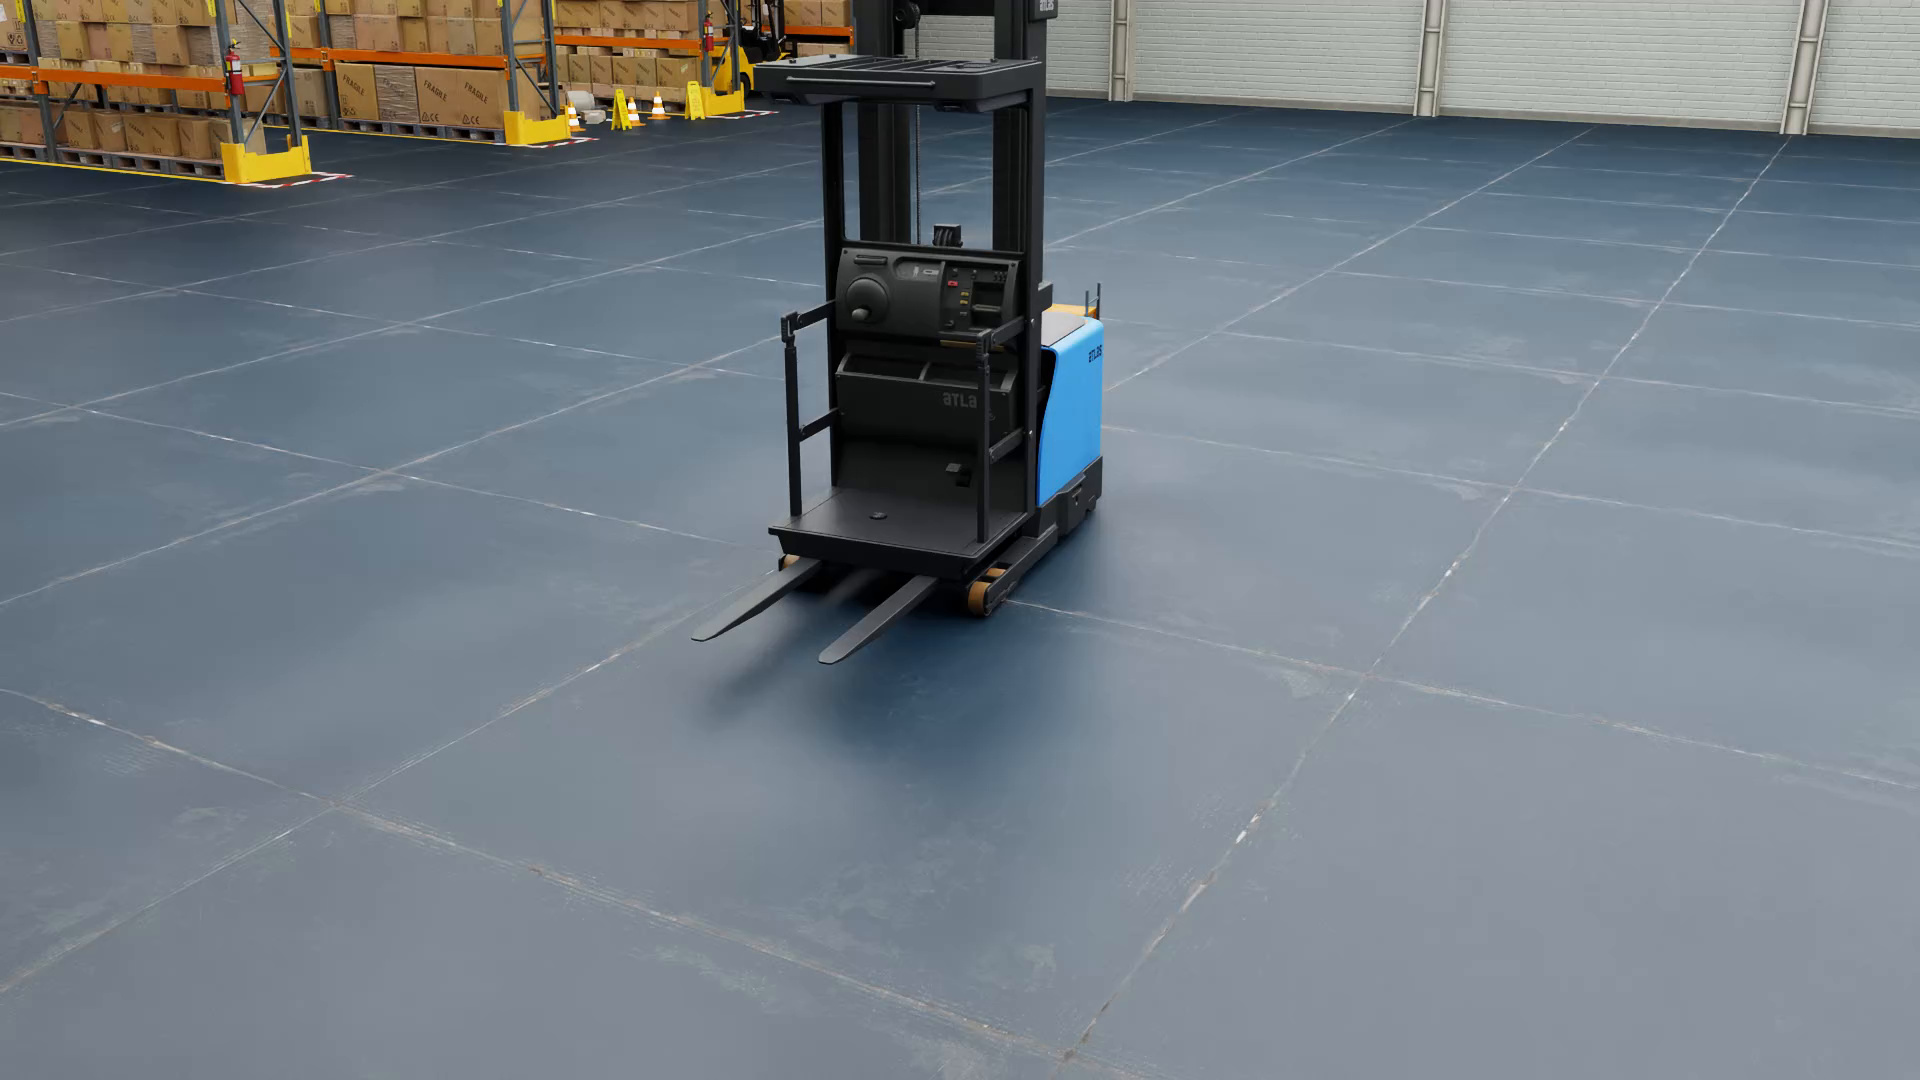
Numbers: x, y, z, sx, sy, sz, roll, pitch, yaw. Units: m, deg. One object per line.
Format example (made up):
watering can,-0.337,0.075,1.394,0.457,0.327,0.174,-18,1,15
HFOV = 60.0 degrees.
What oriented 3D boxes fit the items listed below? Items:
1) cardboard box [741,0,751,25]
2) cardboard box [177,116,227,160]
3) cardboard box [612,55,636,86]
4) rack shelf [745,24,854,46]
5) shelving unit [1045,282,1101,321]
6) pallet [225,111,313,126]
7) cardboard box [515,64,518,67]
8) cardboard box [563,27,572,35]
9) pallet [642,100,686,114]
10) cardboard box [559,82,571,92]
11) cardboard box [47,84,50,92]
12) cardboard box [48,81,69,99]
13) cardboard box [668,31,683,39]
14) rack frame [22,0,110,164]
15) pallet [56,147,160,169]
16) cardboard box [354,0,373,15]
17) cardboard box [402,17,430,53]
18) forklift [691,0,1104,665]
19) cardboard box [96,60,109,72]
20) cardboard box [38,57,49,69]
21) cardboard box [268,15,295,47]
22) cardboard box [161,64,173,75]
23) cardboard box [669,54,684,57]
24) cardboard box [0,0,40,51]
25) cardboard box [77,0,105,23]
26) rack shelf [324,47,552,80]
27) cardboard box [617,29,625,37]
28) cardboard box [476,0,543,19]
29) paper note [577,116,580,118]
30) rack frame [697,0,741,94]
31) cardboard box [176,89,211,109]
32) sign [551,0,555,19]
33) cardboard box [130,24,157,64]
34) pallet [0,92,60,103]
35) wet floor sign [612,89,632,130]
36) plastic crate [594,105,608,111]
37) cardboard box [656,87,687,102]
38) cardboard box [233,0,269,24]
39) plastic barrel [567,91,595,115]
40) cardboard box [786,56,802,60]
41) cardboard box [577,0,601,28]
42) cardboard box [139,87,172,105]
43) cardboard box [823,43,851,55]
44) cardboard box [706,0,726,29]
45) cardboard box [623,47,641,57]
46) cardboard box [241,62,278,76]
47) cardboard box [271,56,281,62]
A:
cardboard box,-4.237,-11.066,34.827,0.500,0.500,0.500,11,22,27
cardboard box,-10.236,-5.463,22.577,0.500,0.500,0.500,18,27,41
cardboard box,-6.049,-8.678,30.705,0.500,0.500,0.500,10,22,26
rack shelf,-3.656,-10.666,34.924,4.000,0.370,1.077,11,23,27
shelving unit,0.513,-0.874,9.516,0.503,1.200,0.258,8,21,20
pallet,-11.925,-7.365,28.860,1.213,0.211,1.003,11,23,27
cardboard box,-10.258,-11.203,38.400,0.500,0.500,0.500,12,23,30
cardboard box,-7.208,-9.530,31.108,0.250,0.149,0.380,11,23,27
pallet,-5.086,-8.040,30.721,1.213,0.211,1.003,11,23,27
cardboard box,-7.436,-8.584,31.548,0.500,0.250,0.500,10,22,25
cardboard box,-17.523,-8.756,32.169,0.250,0.149,0.380,12,23,29
cardboard box,-16.614,-8.519,31.000,0.500,0.500,0.500,12,23,29
cardboard box,-5.034,-9.082,29.873,0.250,0.149,0.380,10,22,27
rack frame,-12.653,-6.908,23.510,0.127,3.000,1.000,11,23,27
pallet,-12.049,-5.496,23.706,1.213,0.211,1.003,11,23,27
cardboard box,-9.303,-8.817,26.970,0.550,0.550,0.875,11,23,27
cardboard box,-8.401,-8.112,26.611,0.500,0.550,0.875,11,23,27
forklift,-0.245,-1.181,7.822,1.130,2.935,3.031,8,22,22
cardboard box,-11.508,-6.464,22.654,0.250,0.149,0.380,11,23,27
cardboard box,-12.612,-6.664,23.207,0.250,0.149,0.380,11,23,27
cardboard box,-11.172,-8.506,27.768,0.500,0.500,0.500,11,22,27
cardboard box,-10.380,-6.279,22.143,0.250,0.149,0.380,11,23,27
cardboard box,-5.376,-8.756,30.922,0.500,0.500,0.500,10,22,25
cardboard box,-13.278,-7.561,23.815,1.000,1.000,1.000,11,23,28
cardboard box,-11.510,-7.248,22.399,0.500,0.500,0.500,11,23,27
rack shelf,-8.399,-7.697,26.740,4.000,0.370,1.077,11,23,27
cardboard box,-6.083,-9.333,30.564,0.250,0.149,0.380,11,23,27
cardboard box,-6.958,-8.354,25.692,0.550,0.550,0.875,11,23,27
paper note,-6.792,-7.542,29.630,0.148,0.019,0.142,-16,26,-38
rack frame,-4.328,-9.193,29.809,0.127,3.000,1.000,11,23,27
cardboard box,-13.150,-8.045,29.327,0.750,0.750,1.050,10,22,27
sign,-6.377,-8.311,25.992,0.005,0.325,0.100,11,23,27
cardboard box,-10.538,-6.673,22.278,0.500,0.500,0.875,11,23,27
pallet,-17.733,-8.488,31.956,1.213,0.211,1.003,11,23,27
wet floor sign,-5.662,-7.180,27.713,0.232,0.644,0.267,7,21,18
plastic crate,-6.849,-7.980,30.748,0.583,0.080,0.402,3,20,9
cardboard box,-5.185,-8.156,30.367,0.500,0.250,0.500,11,23,27
cardboard box,-9.508,-7.072,21.913,0.500,0.500,0.500,11,23,27
plastic barrel,-6.869,-7.875,29.953,0.512,0.421,0.421,-7,21,-20
cardboard box,-3.381,-9.965,34.621,0.500,0.250,0.500,10,22,26
cardboard box,-6.690,-9.725,30.693,0.500,0.500,0.500,11,22,27
cardboard box,-14.340,-8.087,29.810,0.500,0.500,0.500,11,23,27
cardboard box,-2.464,-10.030,34.066,0.500,0.250,0.500,12,23,29
cardboard box,-4.606,-9.541,30.186,0.500,0.500,0.500,10,22,26
cardboard box,-5.954,-8.939,30.474,0.250,0.149,0.380,12,23,30
cardboard box,-9.293,-6.243,22.045,0.250,0.149,0.380,11,23,27
cardboard box,-14.223,-10.308,35.383,0.875,0.875,0.875,12,23,29
